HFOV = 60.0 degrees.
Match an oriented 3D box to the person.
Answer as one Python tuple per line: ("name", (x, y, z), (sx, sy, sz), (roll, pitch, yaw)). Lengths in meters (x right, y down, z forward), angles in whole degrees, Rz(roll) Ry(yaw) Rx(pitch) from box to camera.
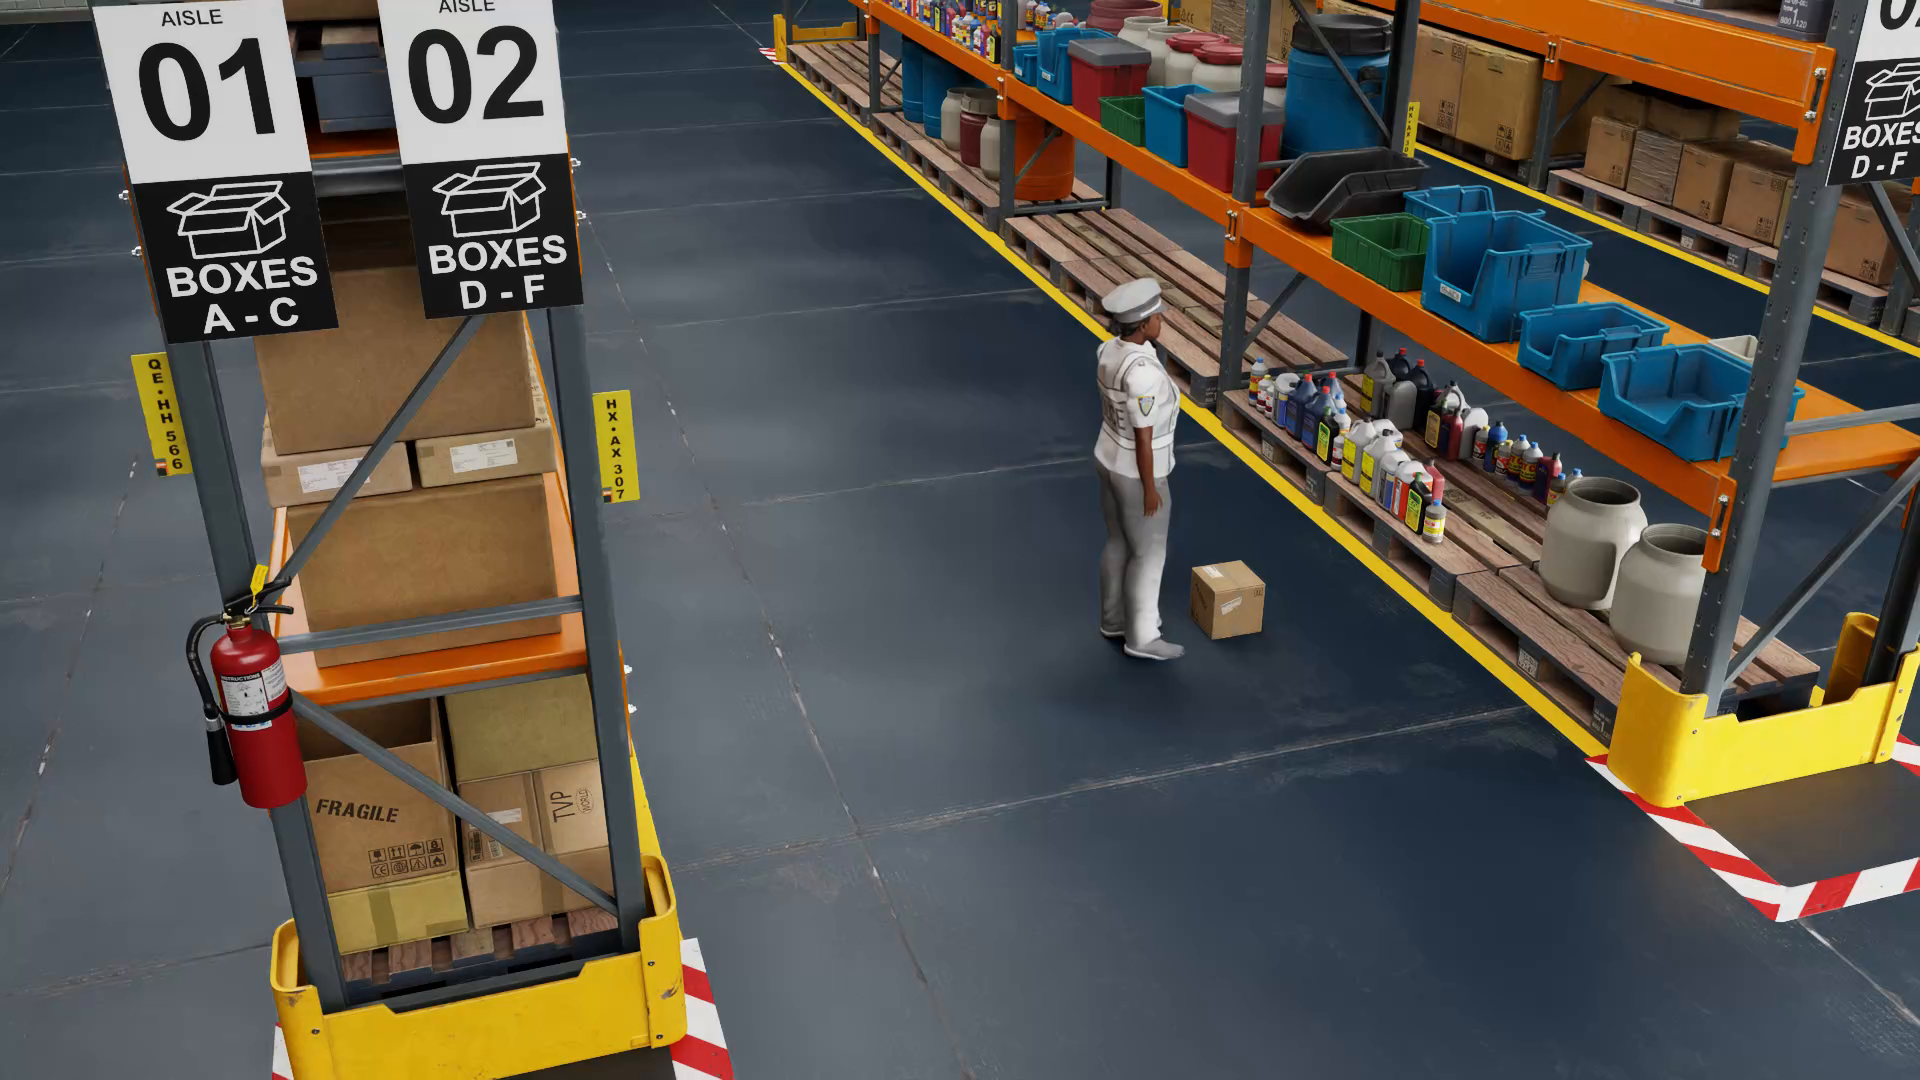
("person", (0.782, -0.294, 7.200), (0.391, 1.724, 0.443), (-8, 28, -15))
